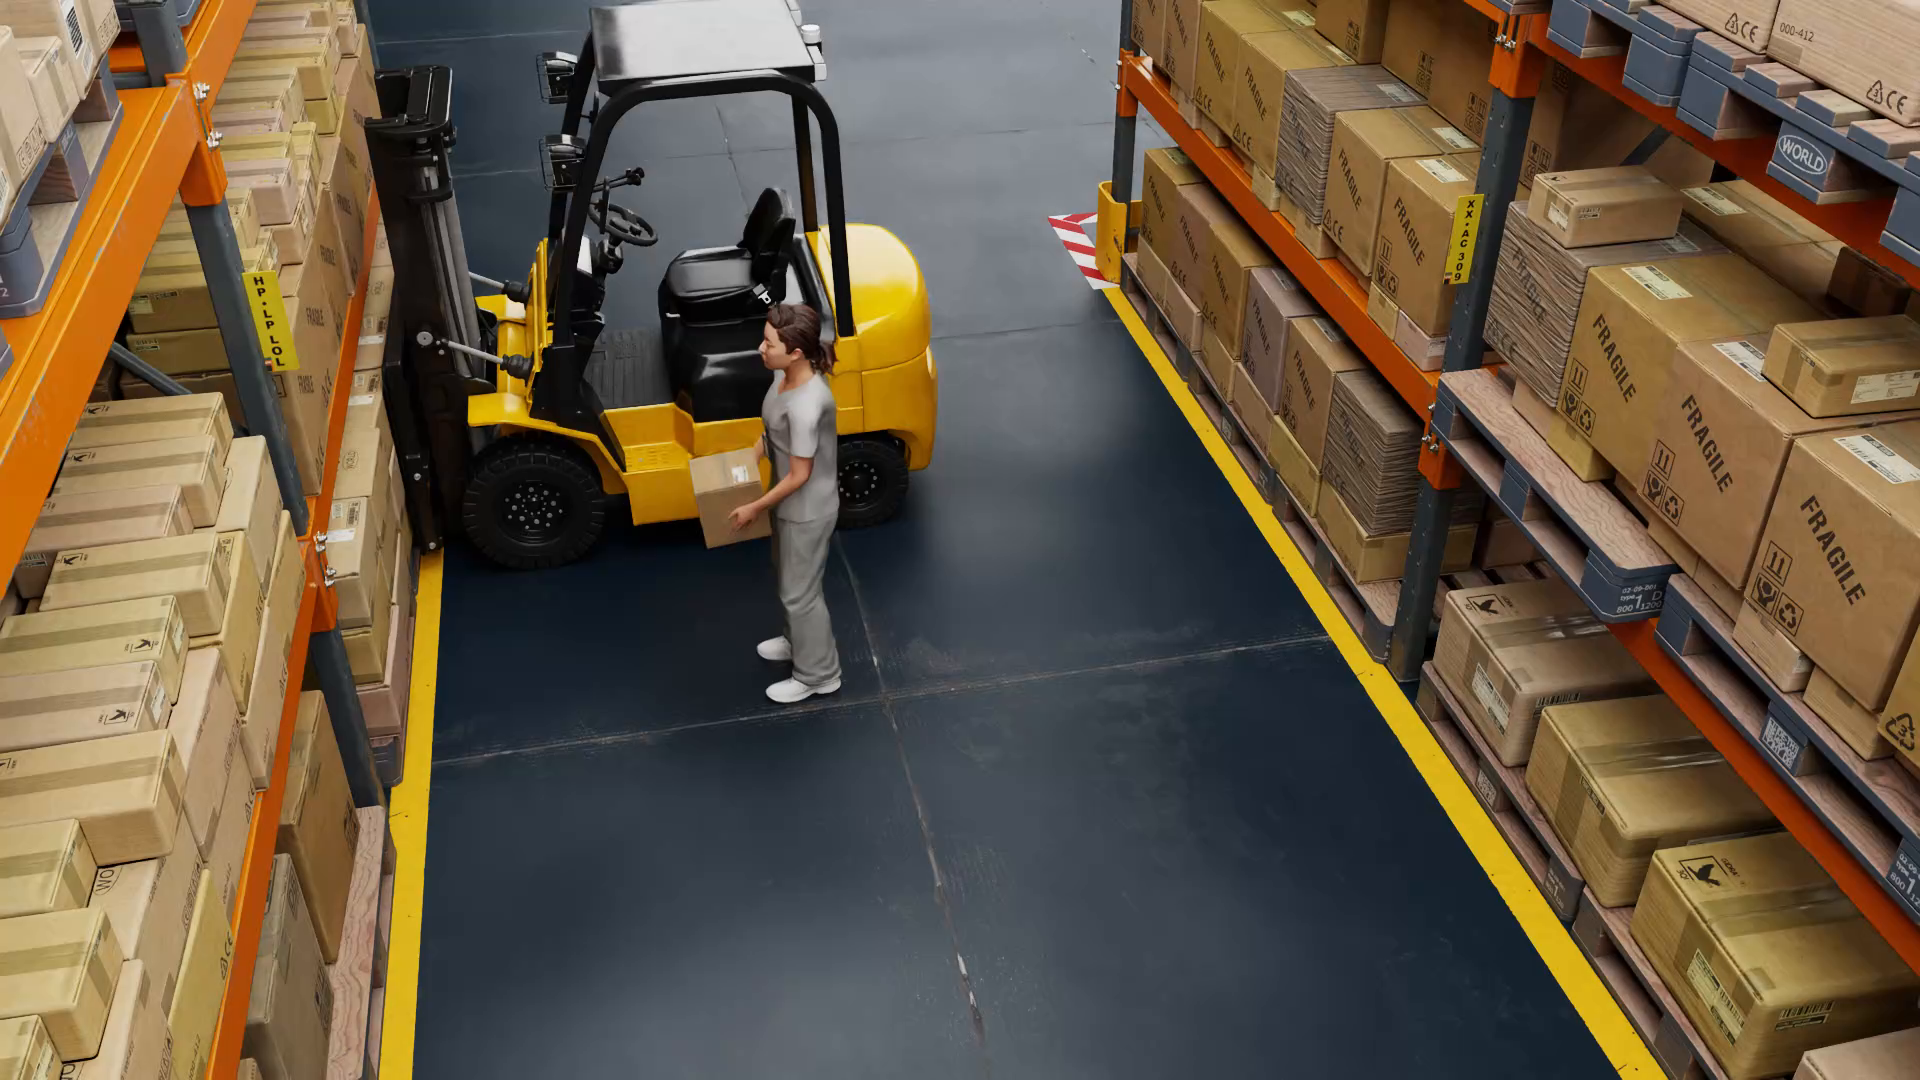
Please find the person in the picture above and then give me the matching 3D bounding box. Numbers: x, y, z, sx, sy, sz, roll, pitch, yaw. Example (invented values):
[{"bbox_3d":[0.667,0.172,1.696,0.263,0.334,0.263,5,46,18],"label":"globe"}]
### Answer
[{"bbox_3d":[-0.662,-0.131,6.334,0.475,1.675,0.464,-8,35,-11],"label":"person"}]
